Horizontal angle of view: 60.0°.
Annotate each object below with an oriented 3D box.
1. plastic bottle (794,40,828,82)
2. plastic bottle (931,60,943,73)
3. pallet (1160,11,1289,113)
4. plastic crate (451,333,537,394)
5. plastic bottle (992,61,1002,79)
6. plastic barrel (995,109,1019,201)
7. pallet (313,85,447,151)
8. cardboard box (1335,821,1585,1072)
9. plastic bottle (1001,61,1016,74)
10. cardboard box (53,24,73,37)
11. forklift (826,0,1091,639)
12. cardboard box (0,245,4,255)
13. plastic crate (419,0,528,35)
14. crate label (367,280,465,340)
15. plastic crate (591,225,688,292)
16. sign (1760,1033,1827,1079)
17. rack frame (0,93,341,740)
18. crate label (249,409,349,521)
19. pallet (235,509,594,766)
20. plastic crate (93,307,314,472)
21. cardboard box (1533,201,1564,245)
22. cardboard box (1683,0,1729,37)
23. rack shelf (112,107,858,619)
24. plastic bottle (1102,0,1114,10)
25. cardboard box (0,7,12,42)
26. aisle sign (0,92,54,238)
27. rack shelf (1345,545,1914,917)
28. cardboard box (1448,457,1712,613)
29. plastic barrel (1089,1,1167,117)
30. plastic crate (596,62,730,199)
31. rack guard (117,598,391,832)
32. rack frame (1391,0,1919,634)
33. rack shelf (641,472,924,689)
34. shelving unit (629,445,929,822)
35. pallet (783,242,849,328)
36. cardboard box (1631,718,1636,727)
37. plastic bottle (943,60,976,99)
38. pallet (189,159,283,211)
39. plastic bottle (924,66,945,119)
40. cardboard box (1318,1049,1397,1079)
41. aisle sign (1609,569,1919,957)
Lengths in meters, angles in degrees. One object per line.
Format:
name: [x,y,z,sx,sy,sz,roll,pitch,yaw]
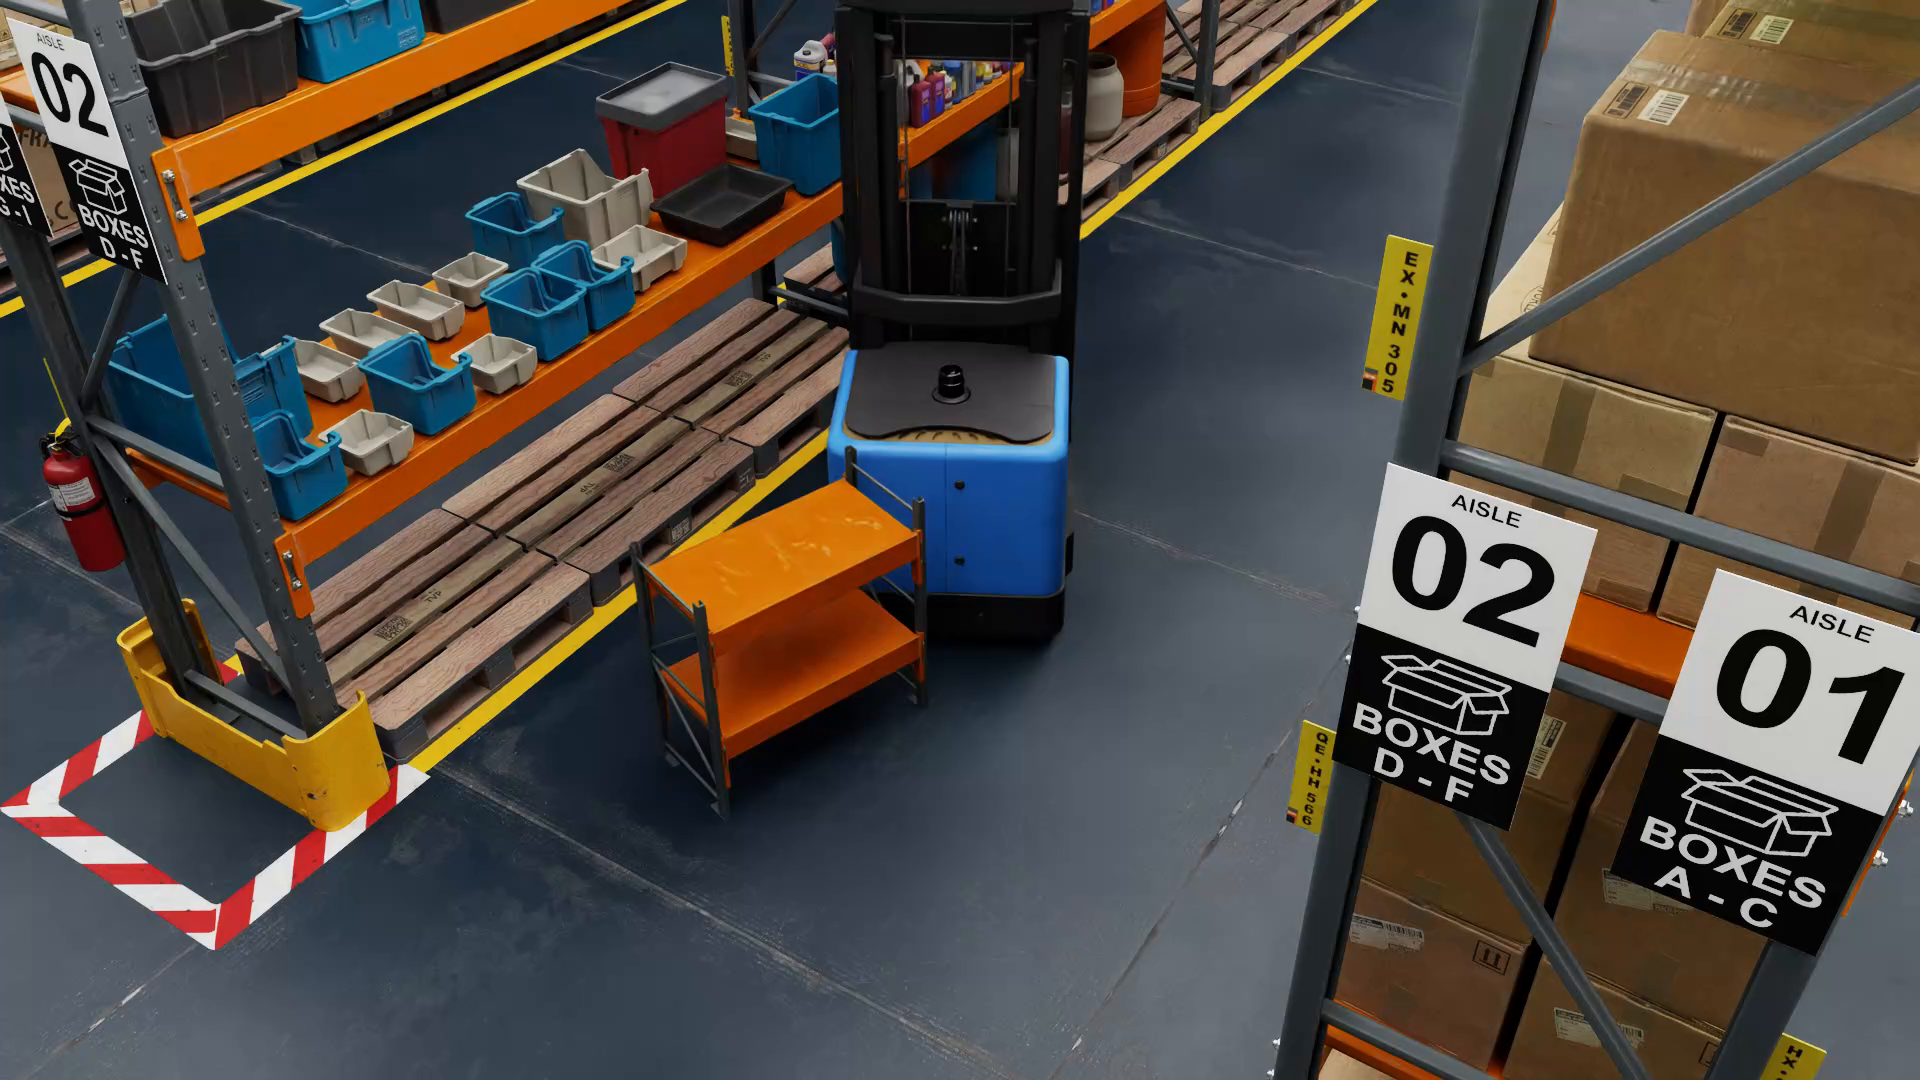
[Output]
plastic bottle: [-0.828,-2.619,9.231,0.152,0.276,0.135,21,42,25]
plastic bottle: [-0.115,-2.614,9.286,0.097,0.201,0.097,0,38,0]
pallet: [1.825,-3.703,12.821,1.003,0.211,1.213,21,42,25]
plastic crate: [-1.893,-0.724,6.838,0.250,0.136,0.298,21,42,25]
plastic bottle: [0.189,-2.734,9.442,0.097,0.201,0.097,0,38,0]
plastic barrel: [0.297,-2.442,10.594,0.421,0.512,0.421,0,38,0]
pallet: [-4.598,-3.297,12.294,1.003,0.211,1.213,21,42,25]
cardboard box: [1.282,0.966,4.398,0.500,0.500,0.500,23,43,26]
plastic bottle: [0.267,-2.820,9.486,0.061,0.283,0.133,21,42,25]
cardboard box: [-5.386,-3.085,9.940,0.380,0.149,0.250,22,43,26]
forklift: [0.025,-1.596,7.859,1.130,2.935,3.031,2,38,3]
cardboard box: [-6.328,-2.067,9.810,0.875,0.875,0.875,21,42,25]
plastic crate: [-1.858,-2.158,6.126,0.504,0.338,0.767,21,42,25]
crate label: [-2.329,-0.992,7.186,0.396,0.136,0.243,21,42,25]
plastic crate: [-1.445,-1.282,7.563,0.293,0.136,0.466,21,42,25]
sign: [1.730,1.160,3.519,0.100,0.325,0.005,21,42,25]
rack frame: [-2.909,-0.297,6.118,1.000,3.000,0.127,21,42,25]
crate label: [-2.499,-0.274,6.176,0.416,0.233,0.303,21,42,25]
pallet: [-2.434,0.395,7.504,1.003,0.211,1.213,21,42,25]
plastic crate: [-2.887,-0.568,6.392,0.616,0.435,0.499,21,42,25]
cardboard box: [1.599,-0.607,3.777,0.500,0.250,0.500,21,42,25]
cardboard box: [2.050,-1.091,3.791,0.700,0.500,0.500,21,42,25]
rack shelf: [-1.837,-1.043,7.675,1.077,0.370,4.000,21,42,25]
plastic bottle: [0.908,-3.438,10.287,0.061,0.283,0.133,21,42,25]
cardboard box: [-5.786,-2.933,9.417,0.500,0.250,0.500,20,42,24]
aisle sign: [-3.195,-1.385,5.400,0.394,0.787,0.004,21,42,25]
rack shelf: [2.343,-0.609,4.655,1.077,0.370,4.000,21,42,25]
cardboard box: [1.324,-0.154,3.599,0.500,0.250,0.500,21,42,25]
plastic barrel: [1.130,-3.470,11.668,0.600,0.830,0.708,21,42,25]
plastic crate: [-1.456,-2.030,8.264,0.402,0.464,0.583,21,42,25]
rack guard: [-2.911,0.710,6.859,1.175,0.500,0.348,21,42,25]
rack frame: [1.272,-1.051,2.182,1.000,3.000,0.127,21,42,25]
rack shelf: [-0.700,0.140,6.607,1.000,0.278,0.538,-26,45,-30]
shelving unit: [-0.700,0.372,6.786,1.048,1.125,0.538,-26,45,-30]
pallet: [-0.317,-1.639,10.142,1.003,0.211,1.213,21,42,25]
cardboard box: [2.006,0.475,4.215,0.500,0.500,0.500,22,43,26]
plastic bottle: [0.000,-2.612,9.223,0.152,0.276,0.135,21,42,25]
pallet: [-5.421,-2.508,11.270,1.003,0.211,1.213,21,42,25]
plastic bottle: [-0.138,-2.431,8.982,0.061,0.283,0.133,21,42,25]
cardboard box: [1.355,1.780,5.110,0.500,0.500,0.500,21,42,25]
aisle sign: [1.483,0.427,3.049,0.394,0.787,0.004,21,42,25]
